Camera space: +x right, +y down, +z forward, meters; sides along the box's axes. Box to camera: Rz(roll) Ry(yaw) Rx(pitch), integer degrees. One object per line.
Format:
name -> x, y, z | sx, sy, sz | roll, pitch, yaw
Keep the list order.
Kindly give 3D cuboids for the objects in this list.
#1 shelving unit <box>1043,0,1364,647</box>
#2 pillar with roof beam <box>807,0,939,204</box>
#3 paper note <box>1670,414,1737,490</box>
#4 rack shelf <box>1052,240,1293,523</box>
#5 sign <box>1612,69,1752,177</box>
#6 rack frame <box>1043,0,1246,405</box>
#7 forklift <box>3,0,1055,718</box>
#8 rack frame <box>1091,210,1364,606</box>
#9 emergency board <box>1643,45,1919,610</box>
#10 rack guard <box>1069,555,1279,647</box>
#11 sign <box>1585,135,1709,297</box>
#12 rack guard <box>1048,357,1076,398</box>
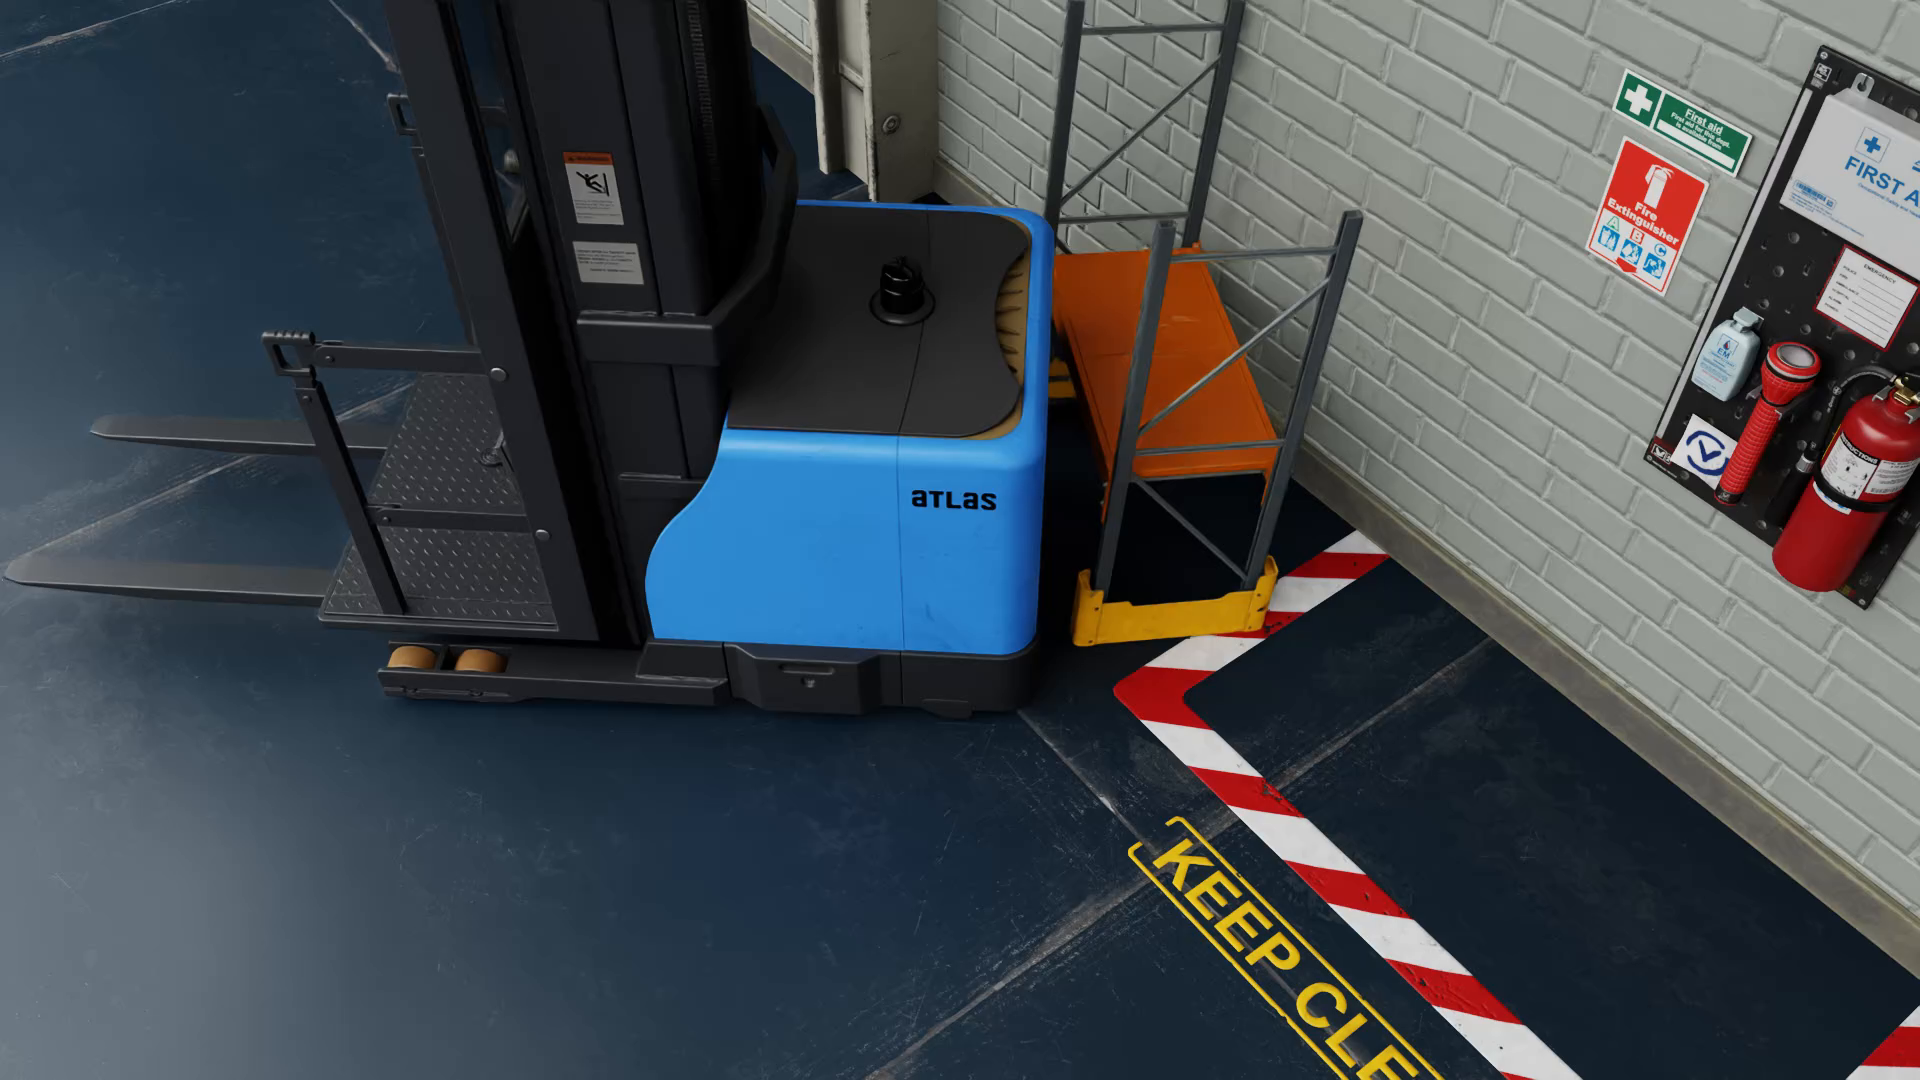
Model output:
shelving unit -> 0.583, -0.609, 4.768 | 0.587, 1.500, 1.083 | -4, 48, -8
pillar with roof beam -> -3.742, -2.517, 1.458 | 9.100, 9.000, 0.400 | -29, 54, -24
paper note -> 1.799, -0.209, 4.009 | 0.016, 0.148, 0.142 | -29, 54, -24
rack shelf -> 0.571, -0.494, 4.906 | 0.538, 0.185, 1.000 | -4, 48, -8
sign -> 1.594, -0.925, 3.682 | 0.001, 0.109, 0.331 | -29, 54, -24
rack frame -> 0.502, -0.988, 5.111 | 0.500, 1.500, 0.032 | -4, 48, -8
forklift -> -1.262, -0.903, 4.091 | 3.031, 2.935, 1.130 | 3, 48, 2
rack frame -> 0.661, -0.243, 4.437 | 0.500, 1.500, 0.032 | -4, 48, -8
emergency board -> 1.851, -0.369, 3.560 | 0.194, 1.169, 0.643 | -29, 54, -24
rack guard -> 0.625, 0.179, 4.897 | 0.587, 0.250, 0.087 | -4, 48, -8
sign -> 1.598, -0.753, 3.884 | 0.001, 0.329, 0.234 | -29, 54, -24
rack guard -> 0.470, -0.550, 5.557 | 0.587, 0.250, 0.087 | -4, 48, -8
